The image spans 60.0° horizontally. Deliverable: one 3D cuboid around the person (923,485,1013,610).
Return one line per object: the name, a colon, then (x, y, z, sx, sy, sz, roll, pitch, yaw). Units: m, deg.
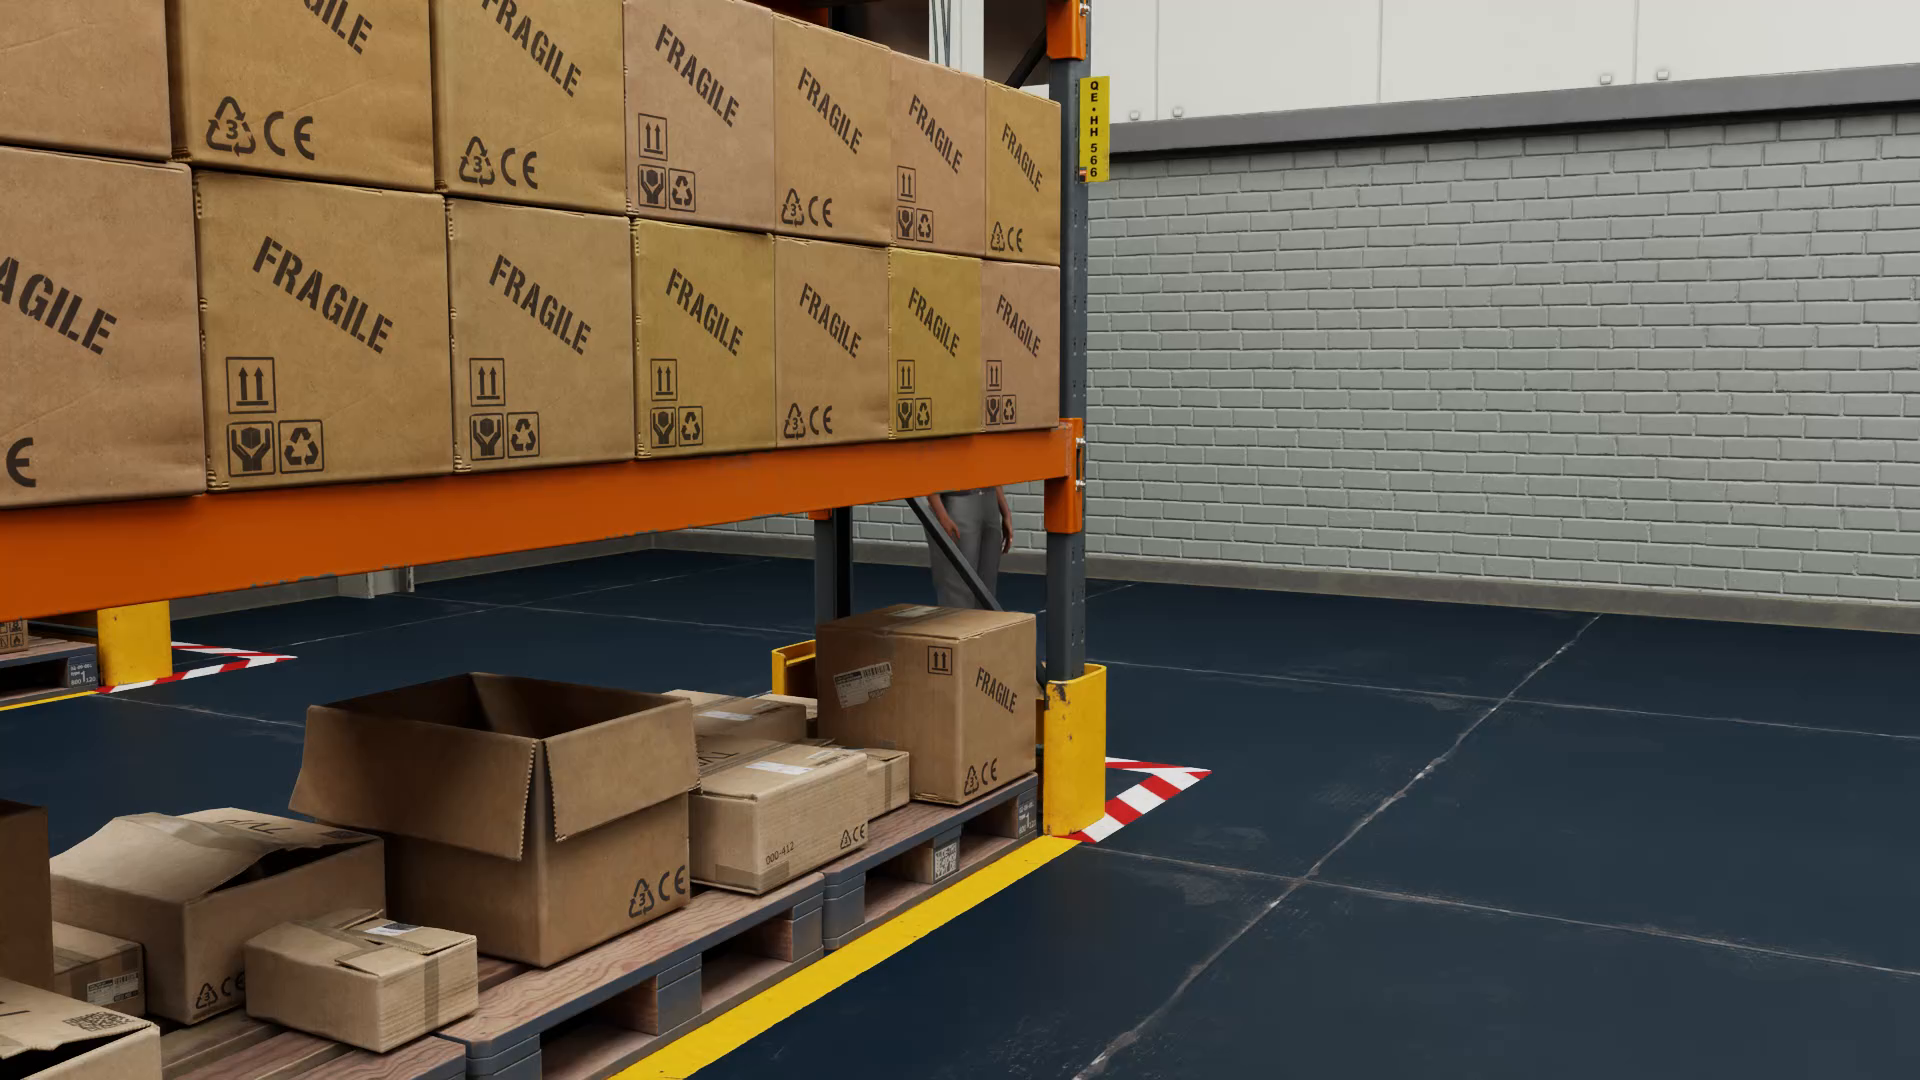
person: (0.079, -0.063, 6.916, 0.504, 1.654, 0.567, 4, 7, 34)
